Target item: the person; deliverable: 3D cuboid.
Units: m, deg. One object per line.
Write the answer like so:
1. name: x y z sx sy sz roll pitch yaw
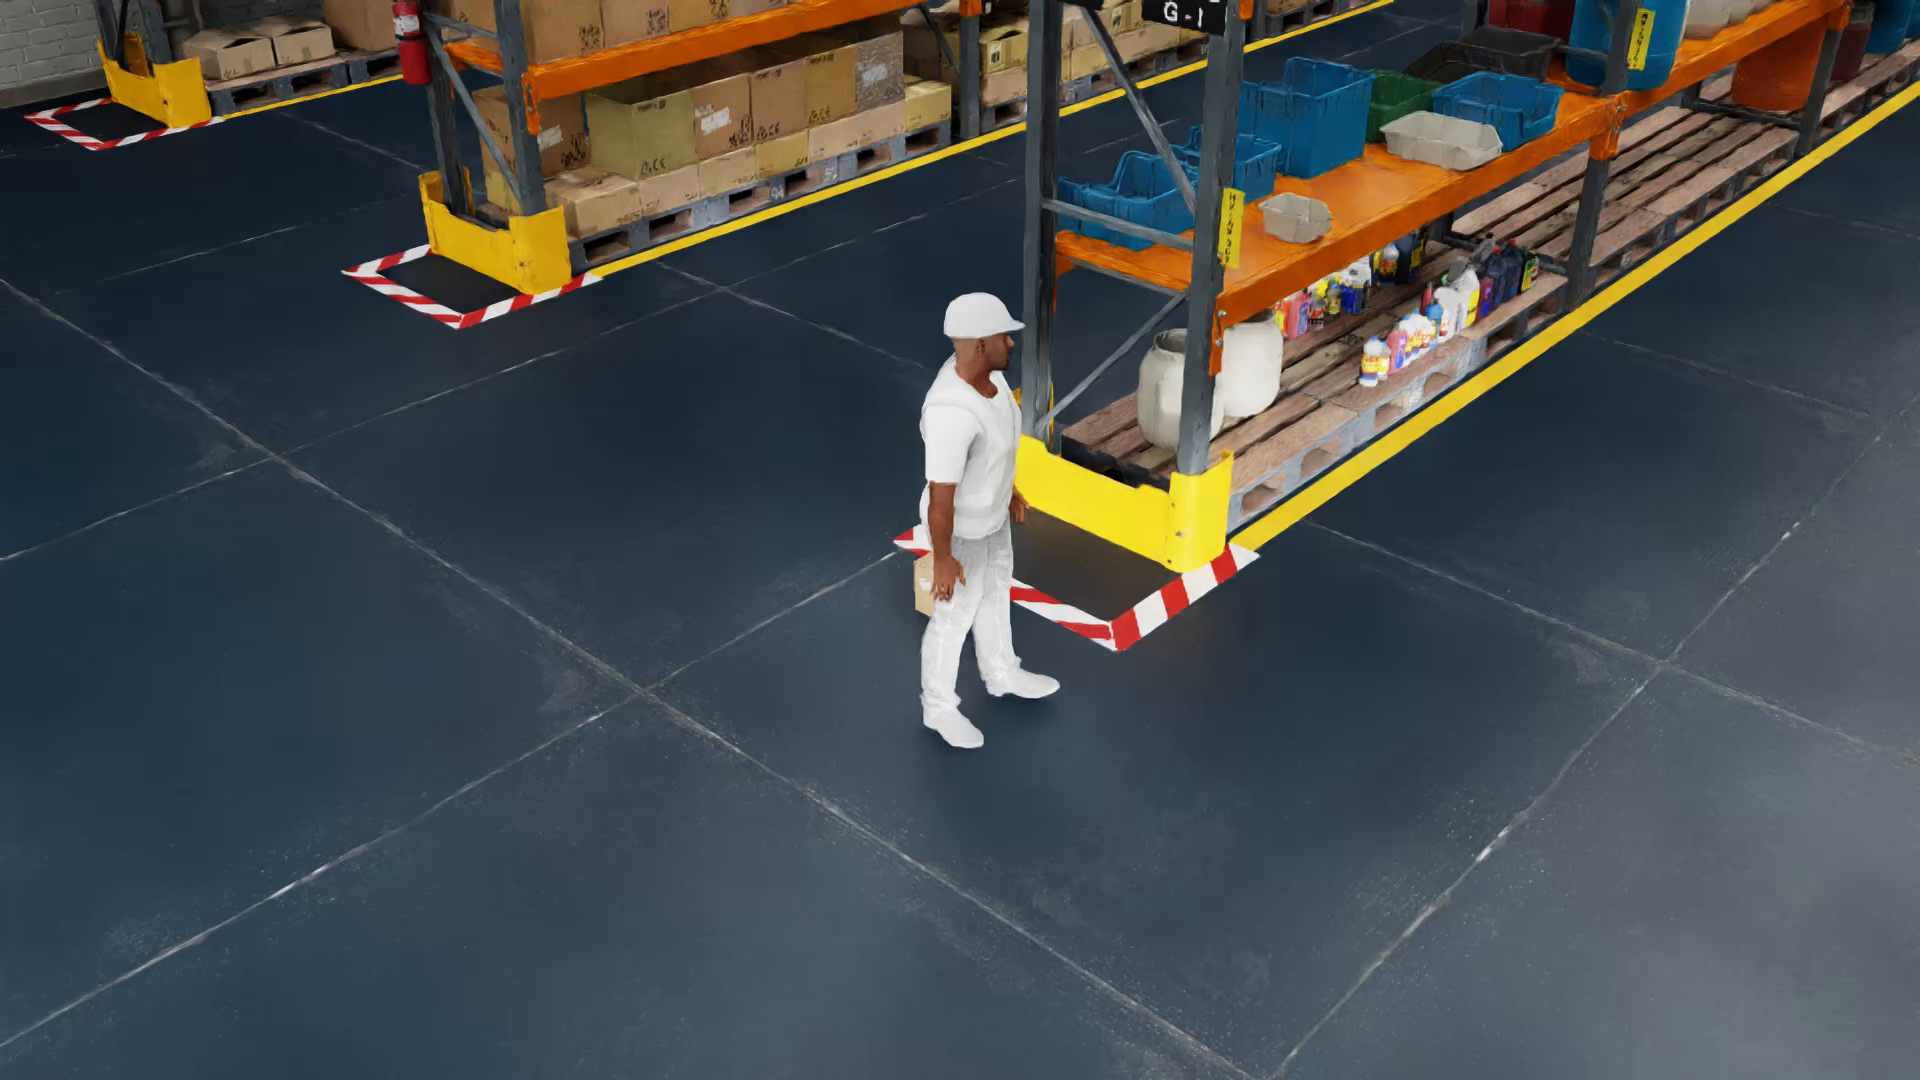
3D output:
1. person: 0.109 -0.066 6.173 0.521 1.768 0.649 8 32 13
